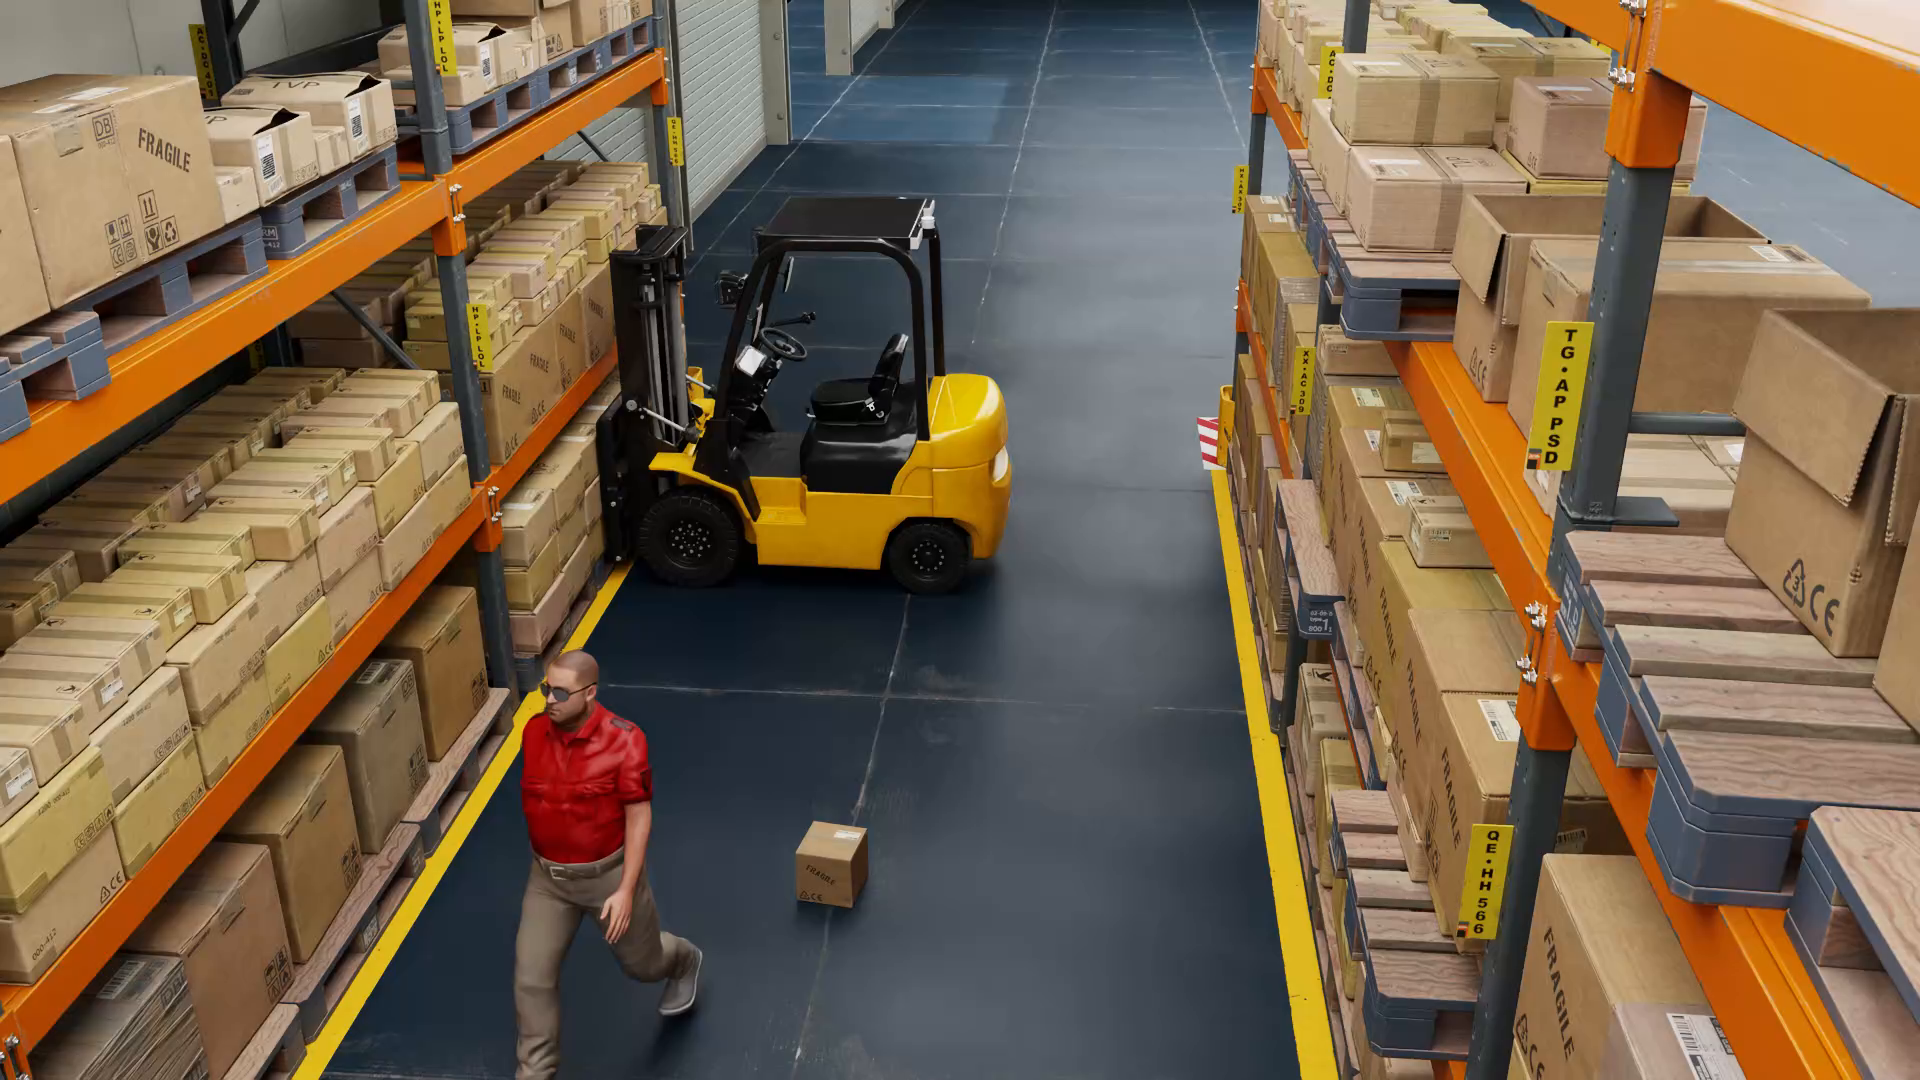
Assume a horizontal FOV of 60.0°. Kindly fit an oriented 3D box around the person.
[{"bbox_3d":[-1.354,1.211,5.965,0.534,1.670,0.978,6,25,12],"label":"person"}]
